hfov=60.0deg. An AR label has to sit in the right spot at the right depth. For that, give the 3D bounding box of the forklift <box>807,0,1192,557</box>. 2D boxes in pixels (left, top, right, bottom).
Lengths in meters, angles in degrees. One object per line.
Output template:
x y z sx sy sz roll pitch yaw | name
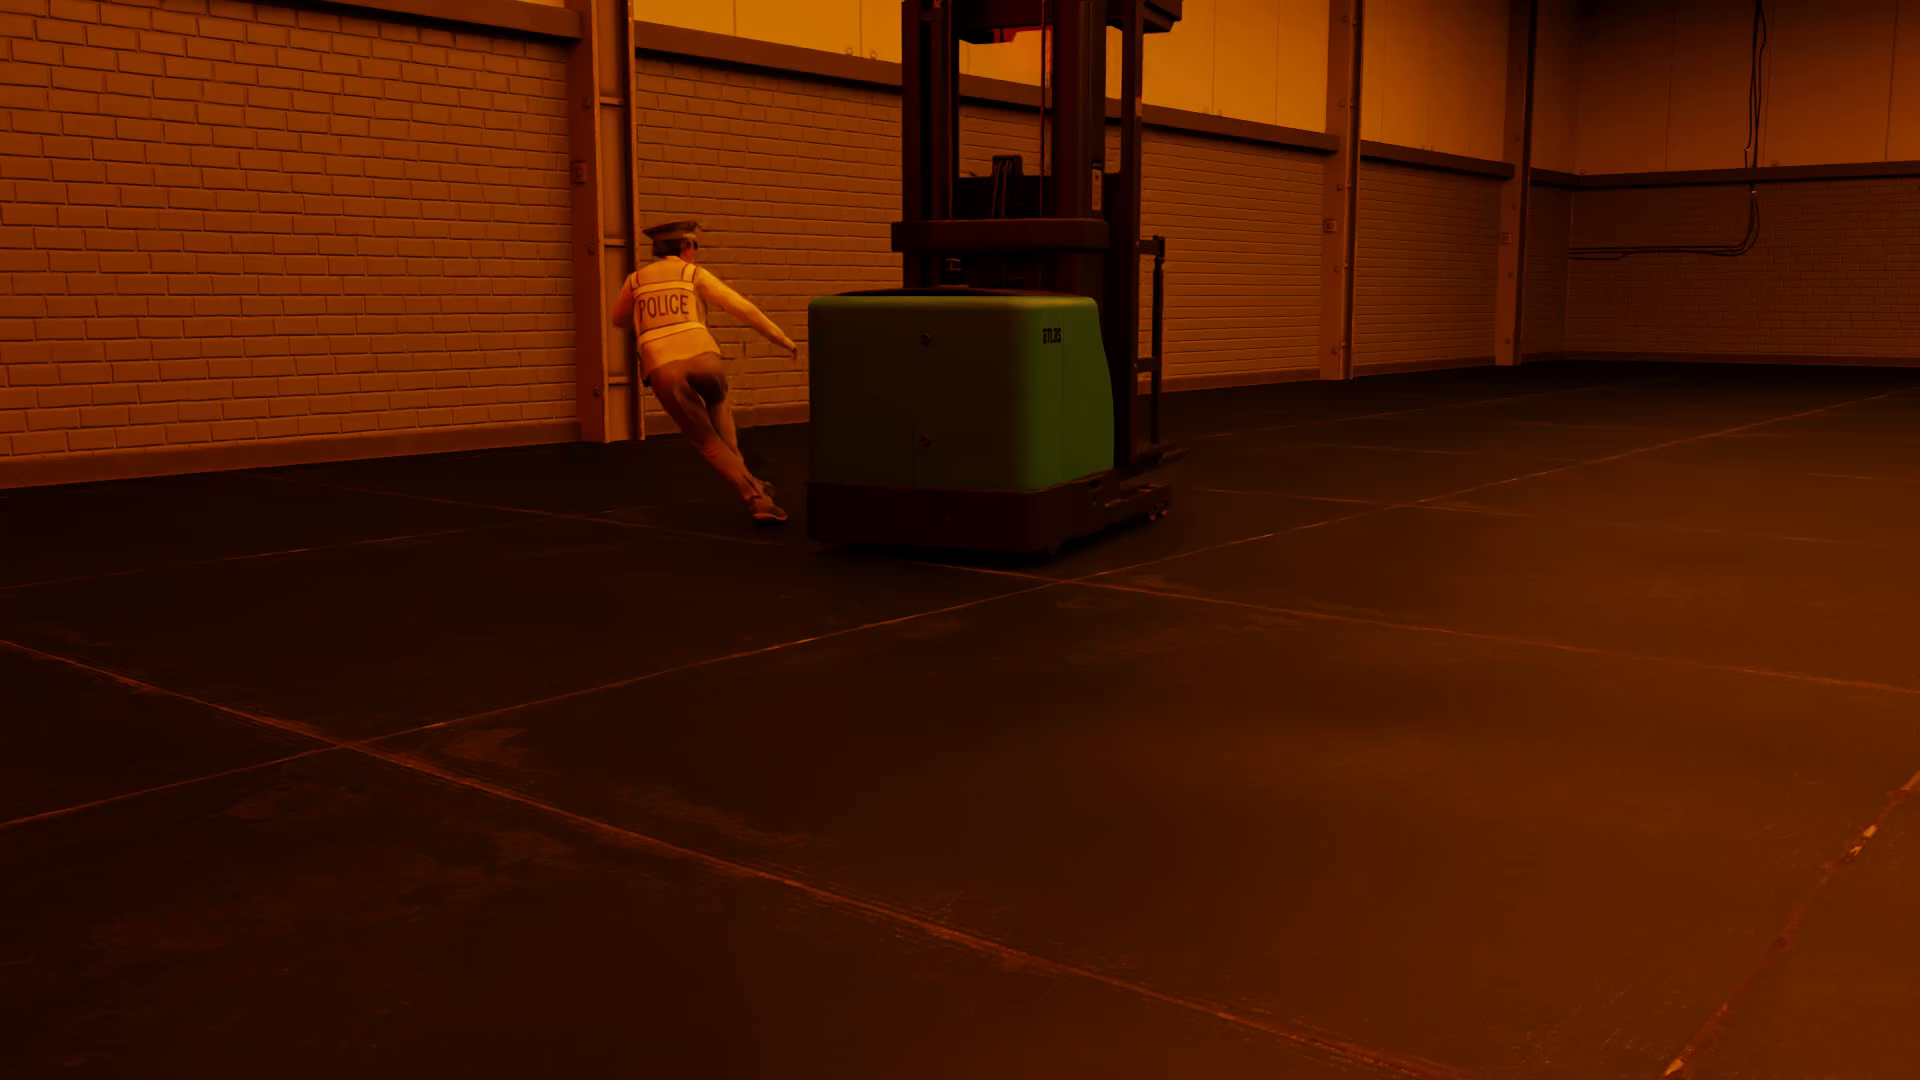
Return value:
0.398 -1.557 7.924 1.130 2.935 3.031 4 9 23 | forklift

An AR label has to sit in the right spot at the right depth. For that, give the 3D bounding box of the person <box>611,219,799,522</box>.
-1.231 -0.816 7.998 0.908 1.434 0.813 -1 8 -5 | person
